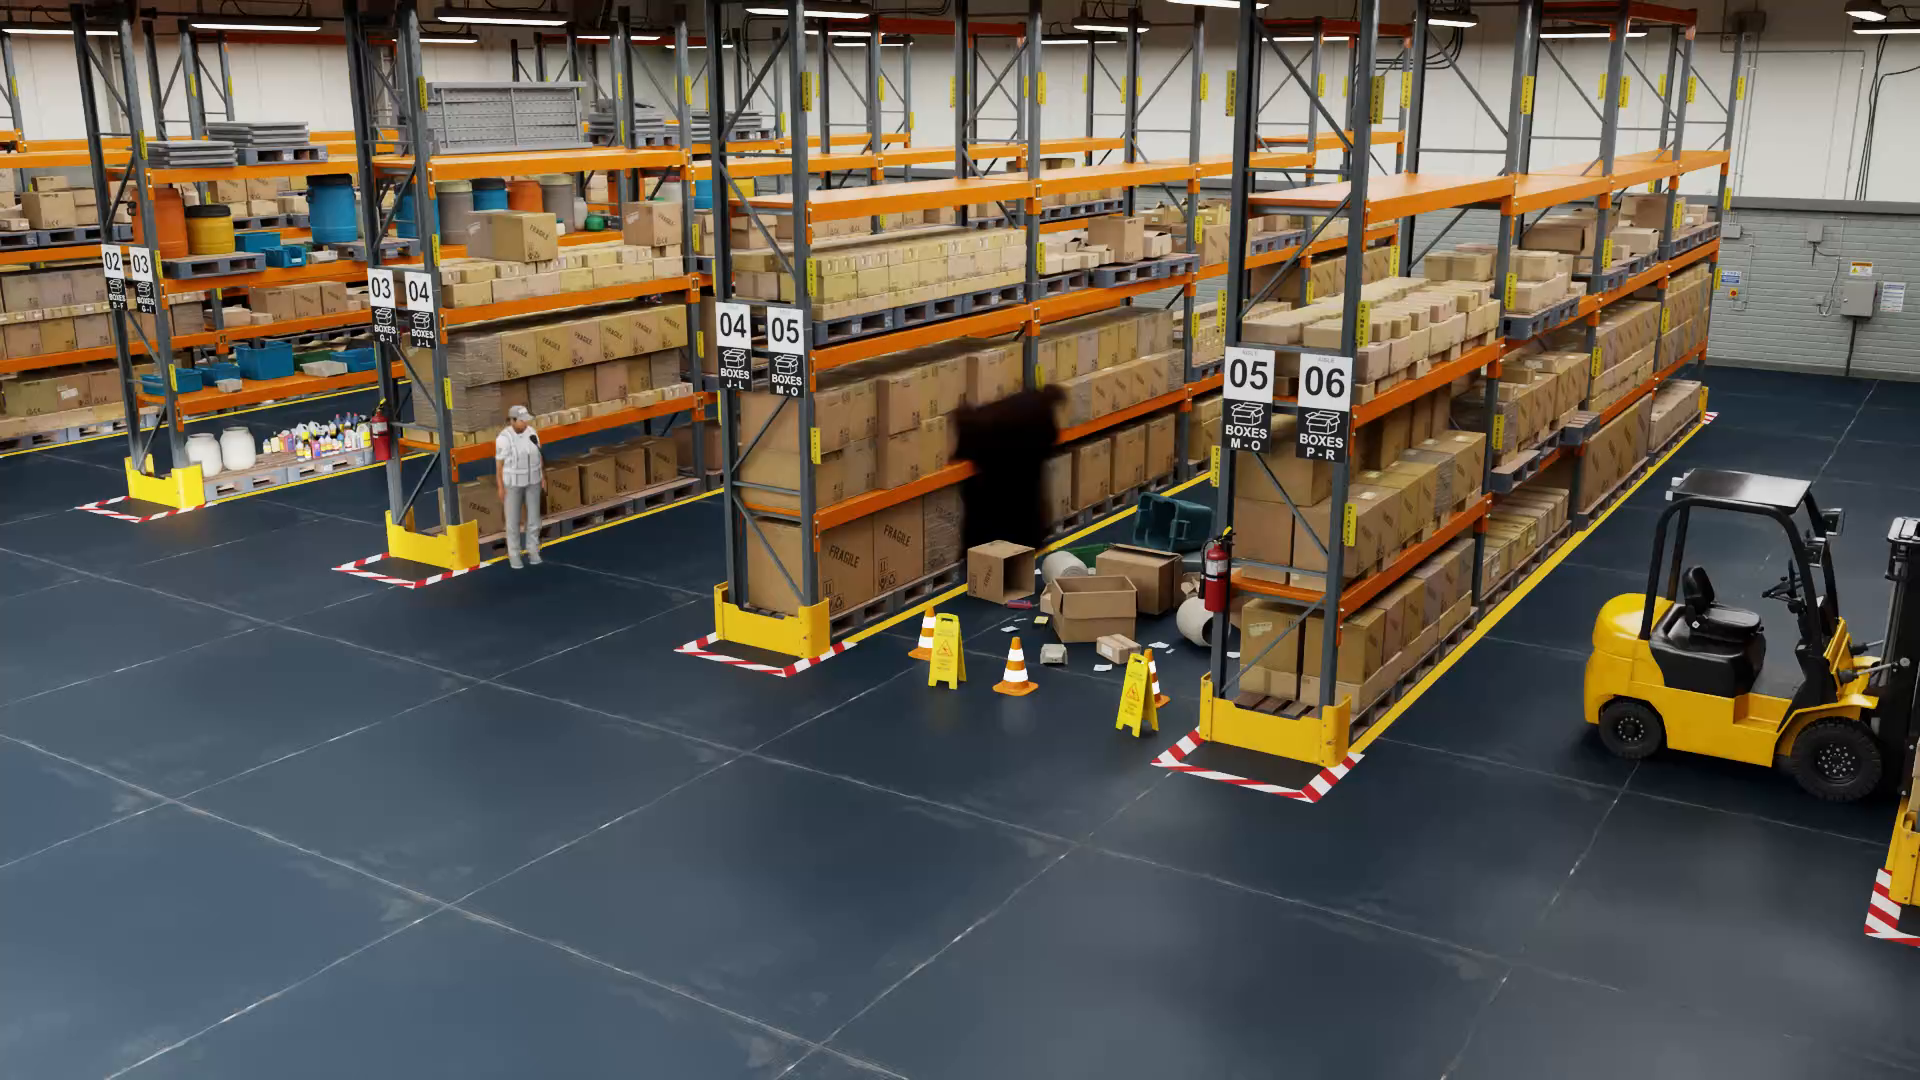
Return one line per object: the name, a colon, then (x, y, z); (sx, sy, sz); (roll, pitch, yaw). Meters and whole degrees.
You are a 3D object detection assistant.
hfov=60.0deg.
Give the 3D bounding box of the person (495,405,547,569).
person: (-4.491, -0.561, 17.055); (0.513, 1.685, 0.440); (-13, 20, -40)
